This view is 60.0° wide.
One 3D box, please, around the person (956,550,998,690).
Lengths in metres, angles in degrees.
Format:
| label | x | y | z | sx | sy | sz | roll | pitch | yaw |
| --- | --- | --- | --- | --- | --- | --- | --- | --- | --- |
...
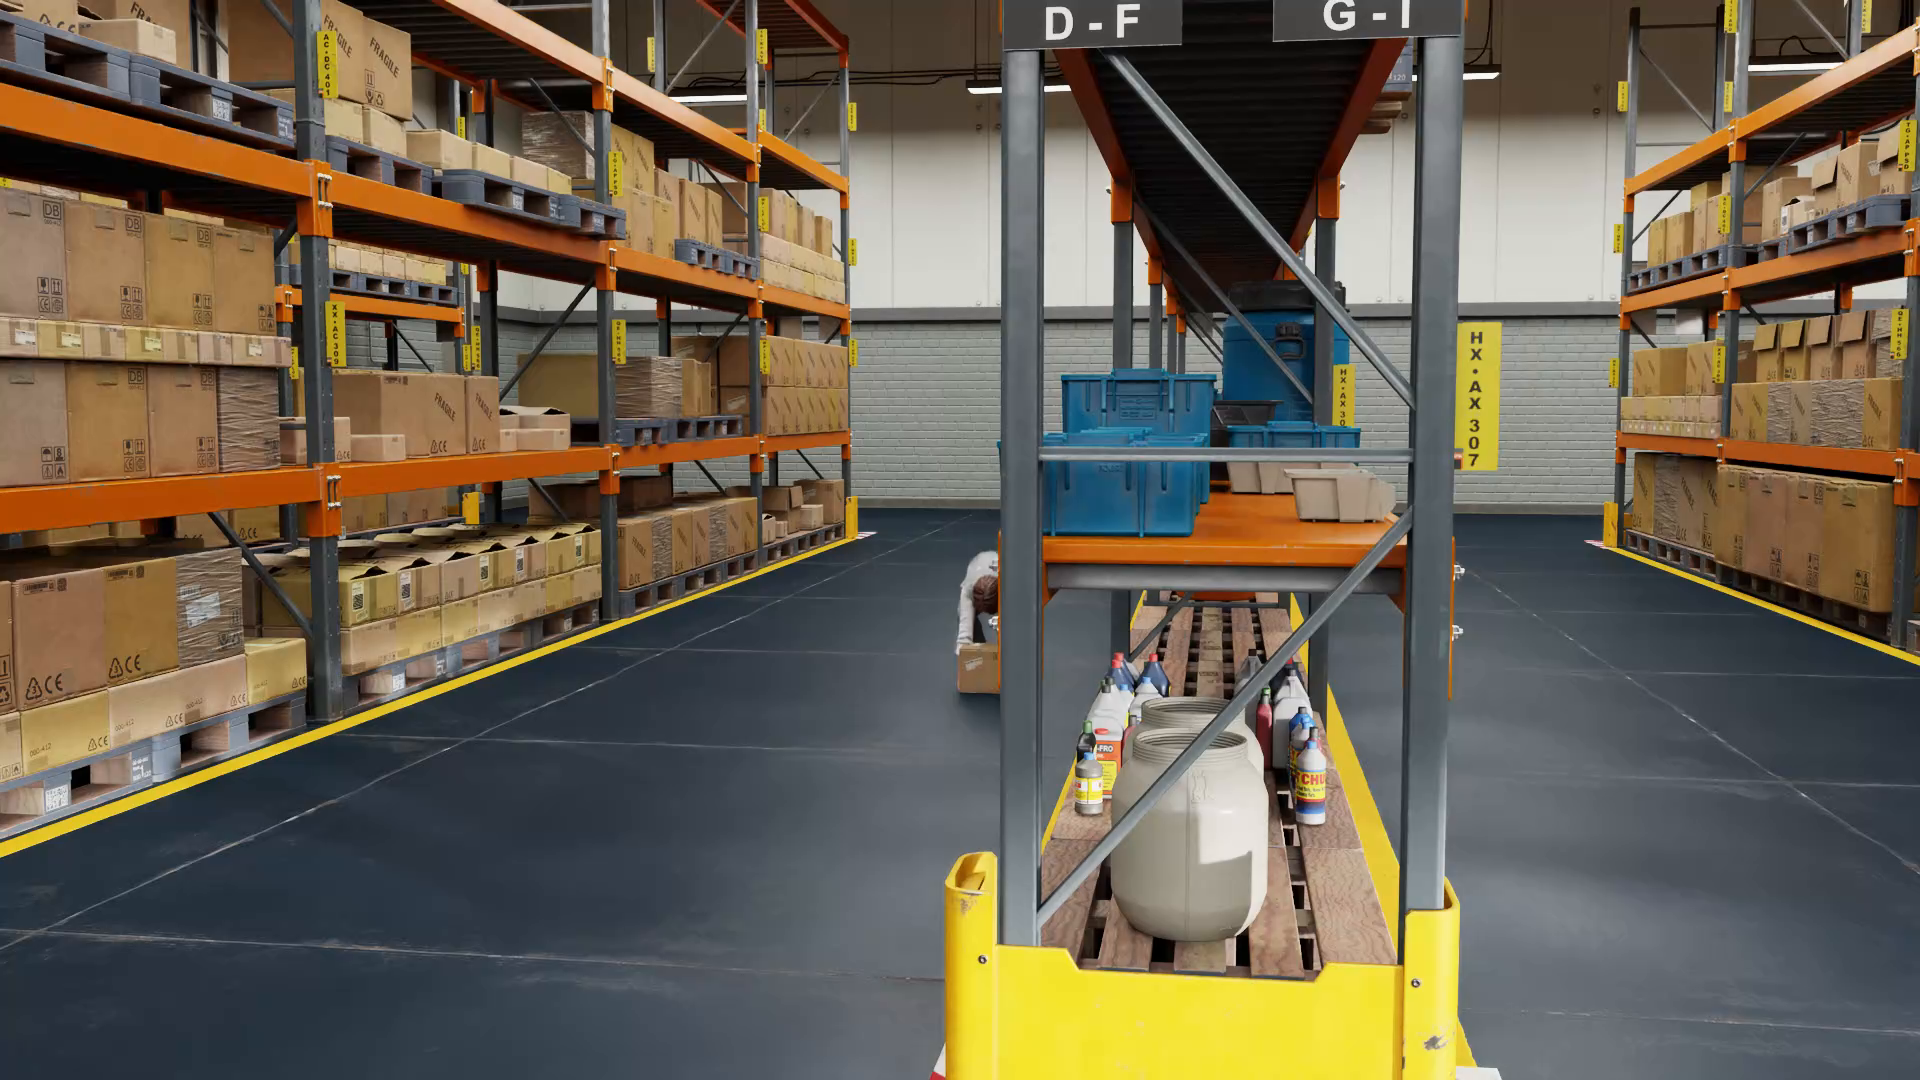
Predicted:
| label | x | y | z | sx | sy | sz | roll | pitch | yaw |
| --- | --- | --- | --- | --- | --- | --- | --- | --- | --- |
| person | 0.197 | 0.463 | 9.734 | 0.426 | 0.779 | 0.871 | 1 | 5 | 7 |
